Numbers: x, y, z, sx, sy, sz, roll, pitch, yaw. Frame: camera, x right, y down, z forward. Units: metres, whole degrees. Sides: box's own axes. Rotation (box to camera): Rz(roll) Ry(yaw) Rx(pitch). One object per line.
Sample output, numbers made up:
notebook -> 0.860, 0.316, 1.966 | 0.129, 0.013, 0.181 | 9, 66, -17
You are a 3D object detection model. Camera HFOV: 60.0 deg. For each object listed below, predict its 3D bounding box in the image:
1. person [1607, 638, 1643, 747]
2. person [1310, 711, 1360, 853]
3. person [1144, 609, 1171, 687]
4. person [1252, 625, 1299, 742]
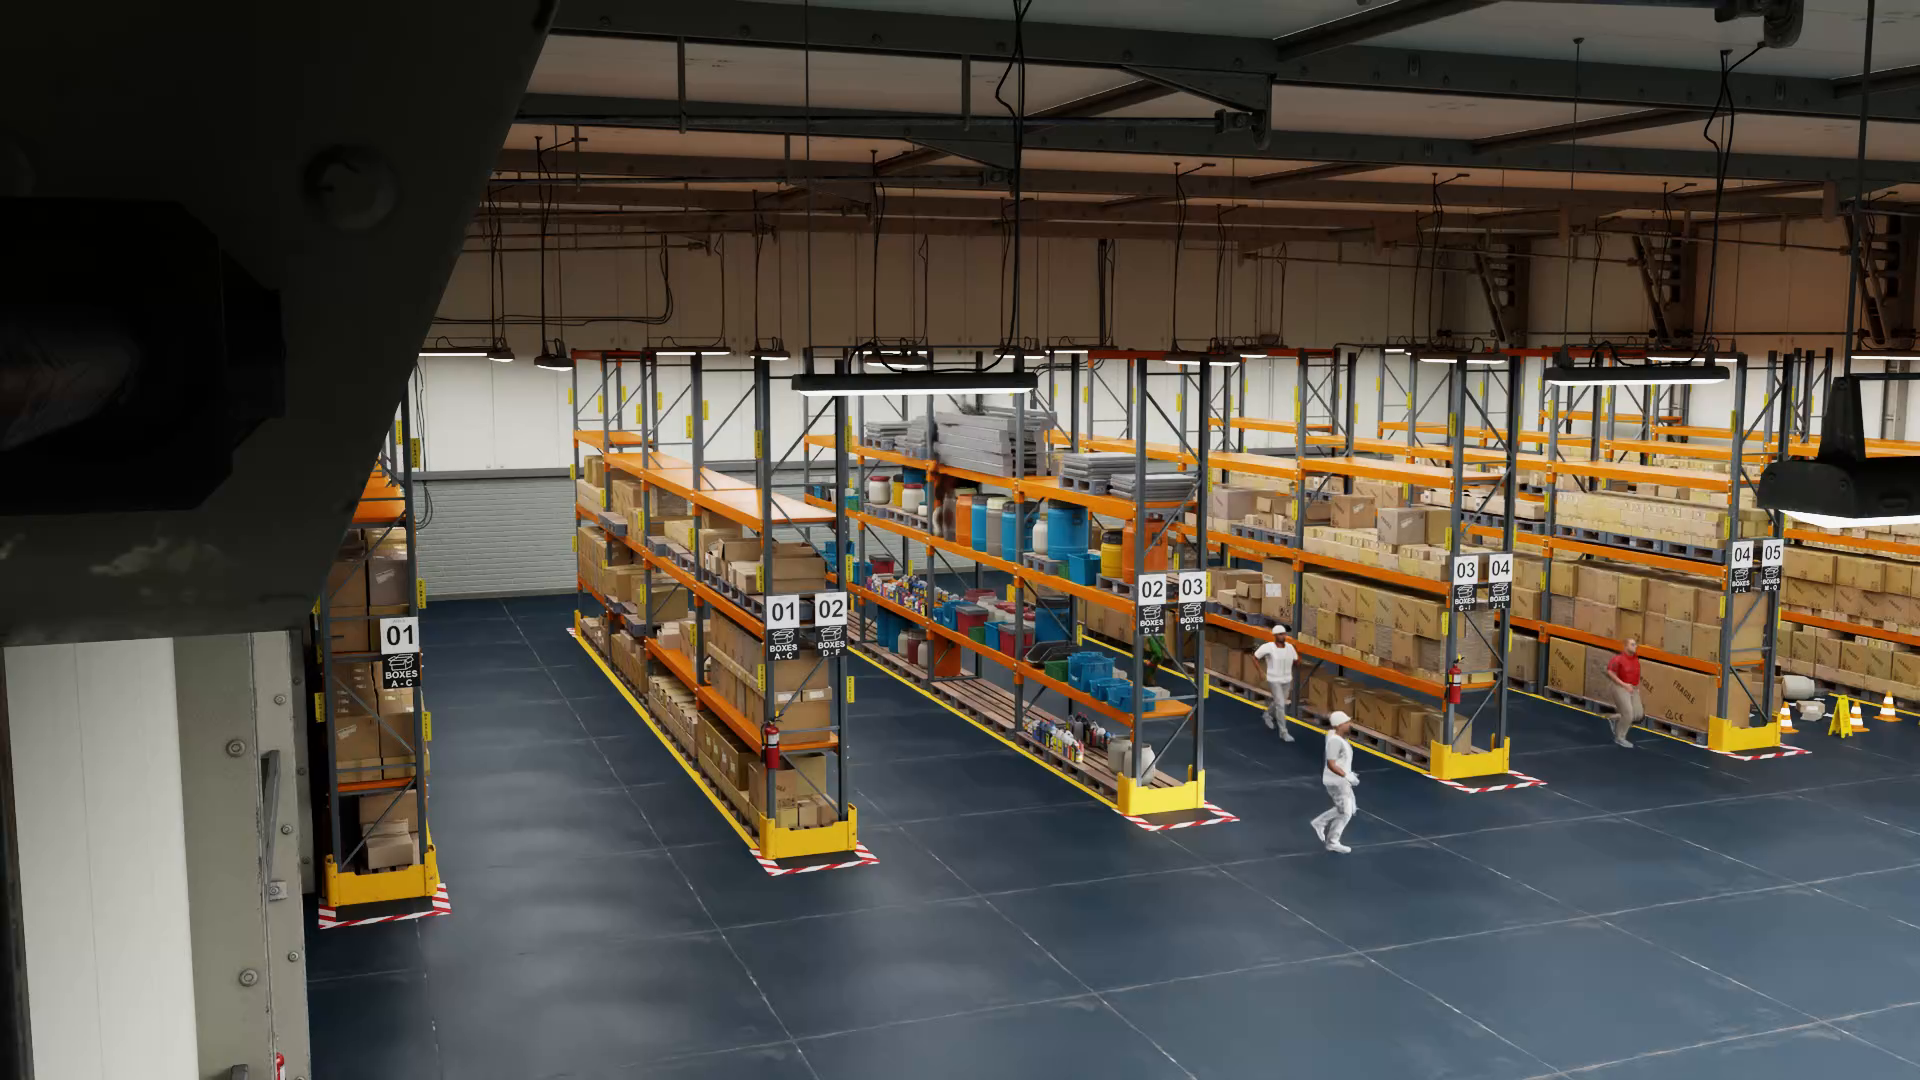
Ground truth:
person -> 10.212, 2.328, 25.595 | 0.672, 1.688, 0.617 | -4, 8, -30
person -> 4.585, 2.948, 20.306 | 0.593, 1.744, 0.701 | 2, 7, 15
person -> 3.515, 1.736, 29.855 | 0.641, 1.785, 0.702 | -5, 8, -32
person -> 4.992, 2.198, 26.012 | 0.700, 1.754, 0.989 | -3, 8, -25
